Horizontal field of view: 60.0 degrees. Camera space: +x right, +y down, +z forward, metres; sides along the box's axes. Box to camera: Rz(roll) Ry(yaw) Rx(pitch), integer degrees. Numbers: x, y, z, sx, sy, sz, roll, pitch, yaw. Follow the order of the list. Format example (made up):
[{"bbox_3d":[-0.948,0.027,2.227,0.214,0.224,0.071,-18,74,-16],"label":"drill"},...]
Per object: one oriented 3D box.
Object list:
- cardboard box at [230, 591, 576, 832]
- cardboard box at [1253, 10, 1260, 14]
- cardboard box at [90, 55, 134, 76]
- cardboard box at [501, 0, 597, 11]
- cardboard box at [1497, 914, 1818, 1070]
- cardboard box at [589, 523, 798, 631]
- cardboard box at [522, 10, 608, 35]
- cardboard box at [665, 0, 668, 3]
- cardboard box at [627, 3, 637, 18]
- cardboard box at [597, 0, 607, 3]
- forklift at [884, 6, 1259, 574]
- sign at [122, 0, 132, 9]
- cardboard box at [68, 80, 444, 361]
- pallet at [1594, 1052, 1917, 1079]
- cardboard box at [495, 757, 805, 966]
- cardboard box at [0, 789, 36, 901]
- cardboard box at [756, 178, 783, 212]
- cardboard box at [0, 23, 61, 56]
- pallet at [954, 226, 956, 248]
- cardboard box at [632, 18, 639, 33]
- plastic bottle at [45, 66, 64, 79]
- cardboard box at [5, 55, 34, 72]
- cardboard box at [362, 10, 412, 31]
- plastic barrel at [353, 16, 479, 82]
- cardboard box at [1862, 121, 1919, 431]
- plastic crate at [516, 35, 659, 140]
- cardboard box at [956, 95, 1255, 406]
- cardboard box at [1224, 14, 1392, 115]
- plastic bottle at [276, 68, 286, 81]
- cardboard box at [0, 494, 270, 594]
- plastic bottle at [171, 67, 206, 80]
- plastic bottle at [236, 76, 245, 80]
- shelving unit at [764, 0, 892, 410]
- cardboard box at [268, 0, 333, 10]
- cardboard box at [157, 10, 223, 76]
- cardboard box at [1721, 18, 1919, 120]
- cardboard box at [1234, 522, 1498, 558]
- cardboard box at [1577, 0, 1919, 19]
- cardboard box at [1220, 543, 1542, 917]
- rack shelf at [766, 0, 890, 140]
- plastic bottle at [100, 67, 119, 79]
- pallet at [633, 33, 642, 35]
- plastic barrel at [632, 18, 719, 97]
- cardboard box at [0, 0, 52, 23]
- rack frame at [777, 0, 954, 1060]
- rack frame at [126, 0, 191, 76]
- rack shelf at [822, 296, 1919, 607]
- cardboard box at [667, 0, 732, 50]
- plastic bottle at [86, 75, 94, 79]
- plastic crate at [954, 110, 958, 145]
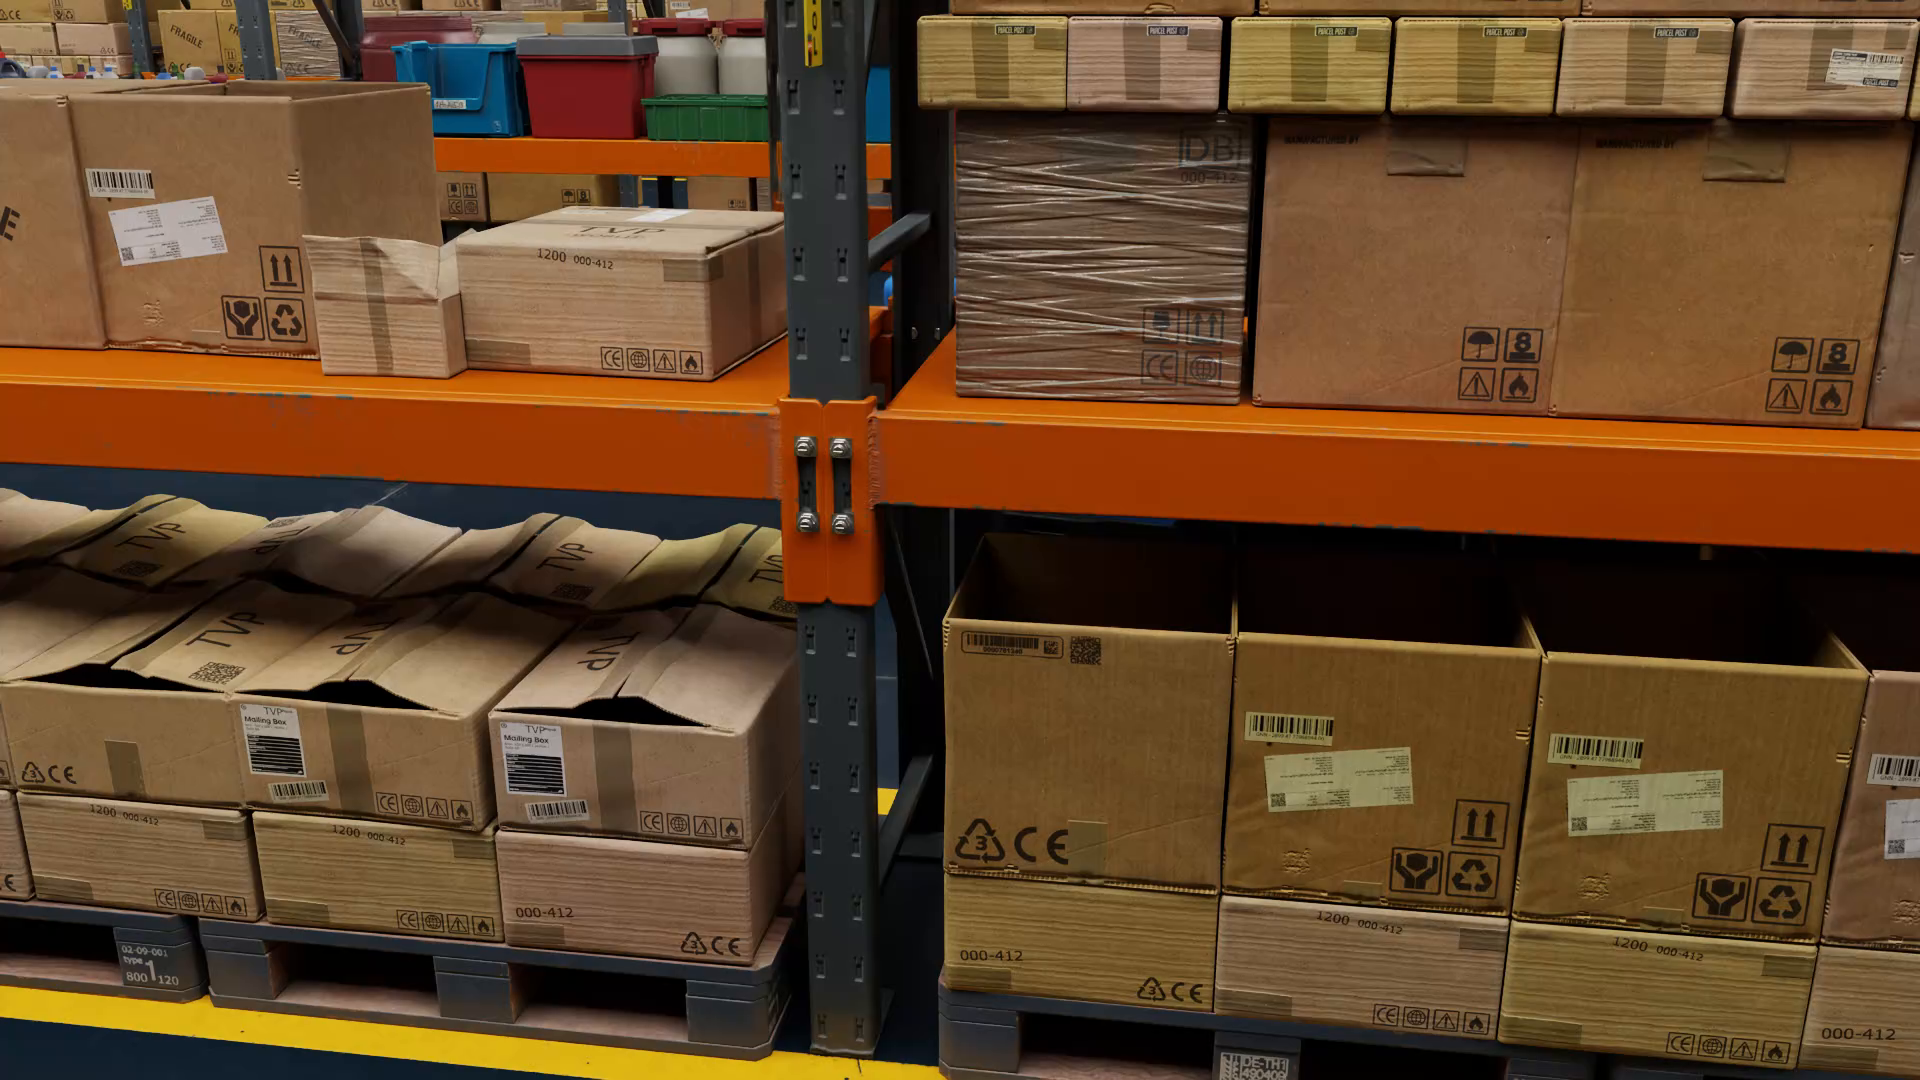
[{"bbox_3d":[-1.113,0.321,3.404,0.500,0.311,0.500,3,19,10],"label":"cardboard box"},{"bbox_3d":[0.652,-0.946,3.223,0.250,0.149,0.380,2,19,7],"label":"cardboard box"},{"bbox_3d":[-6.830,-3.862,13.515,0.250,0.149,0.380,3,19,9],"label":"cardboard box"},{"bbox_3d":[-3.247,-4.433,13.085,0.637,0.503,0.797,4,19,11],"label":"cardboard box"},{"bbox_3d":[1.242,0.714,3.114,0.500,0.250,0.500,3,19,9],"label":"cardboard box"},{"bbox_3d":[-0.522,0.177,3.834,0.500,0.311,0.500,3,19,9],"label":"cardboard box"},{"bbox_3d":[-3.054,-3.862,12.961,0.500,0.500,0.500,4,19,10],"label":"cardboard box"},{"bbox_3d":[-2.968,-5.698,17.403,0.250,0.149,0.380,3,19,10],"label":"cardboard box"},{"bbox_3d":[-3.475,-5.584,17.529,0.250,0.149,0.380,3,19,10],"label":"cardboard box"},{"bbox_3d":[-3.731,-5.739,17.523,0.250,0.149,0.380,3,19,10],"label":"cardboard box"},{"bbox_3d":[1.300,-1.245,5.404,3.031,2.935,1.130,7,20,19],"label":"forklift"},{"bbox_3d":[-6.564,-4.343,13.066,0.005,0.325,0.100,3,19,9],"label":"sign"},{"bbox_3d":[-1.429,-0.681,3.452,0.500,0.500,0.500,4,19,13],"label":"cardboard box"},{"bbox_3d":[1.833,0.873,3.360,1.213,0.211,1.003,3,19,9],"label":"pallet"},{"bbox_3d":[-0.609,0.612,3.419,0.500,0.250,0.500,3,19,8],"label":"cardboard box"},{"bbox_3d":[-2.115,0.534,3.651,0.500,0.250,0.500,3,19,10],"label":"cardboard box"},{"bbox_3d":[-1.313,-2.839,13.308,0.500,0.500,0.700,1,19,4],"label":"cardboard box"},{"bbox_3d":[-7.466,-4.104,13.609,0.500,0.250,0.500,3,19,10],"label":"cardboard box"},{"bbox_3d":[-0.555,-2.443,13.272,1.213,0.211,1.003,3,19,9],"label":"pallet"},{"bbox_3d":[-3.467,-5.443,17.578,0.250,0.149,0.380,3,19,10],"label":"cardboard box"},{"bbox_3d":[-4.940,-2.450,9.102,0.097,0.271,0.097,0,18,0],"label":"plastic bottle"},{"bbox_3d":[-7.592,-3.901,13.631,0.250,0.149,0.380,3,19,10],"label":"cardboard box"},{"bbox_3d":[-4.561,-3.940,13.194,0.500,0.500,0.500,3,19,10],"label":"cardboard box"},{"bbox_3d":[-2.807,-2.452,8.689,0.708,0.536,0.600,3,19,9],"label":"plastic barrel"},{"bbox_3d":[1.808,-0.514,2.953,0.500,0.500,0.700,3,19,10],"label":"cardboard box"},{"bbox_3d":[-1.766,-2.169,7.957,0.583,0.464,0.402,3,19,9],"label":"plastic crate"},{"bbox_3d":[0.286,-0.590,3.181,0.500,0.500,0.700,2,19,7],"label":"cardboard box"},{"bbox_3d":[0.584,-0.819,2.843,0.250,0.149,0.380,2,19,7],"label":"cardboard box"},{"bbox_3d":[-3.689,-2.380,8.884,0.135,0.276,0.152,3,19,9],"label":"plastic bottle"},{"bbox_3d":[-2.040,0.100,4.064,0.500,0.311,0.500,3,19,10],"label":"cardboard box"},{"bbox_3d":[-4.146,-2.403,8.954,0.135,0.276,0.152,3,19,9],"label":"plastic bottle"},{"bbox_3d":[-3.713,-2.332,8.742,0.135,0.276,0.152,3,19,9],"label":"plastic bottle"},{"bbox_3d":[-0.371,-1.039,6.100,0.503,2.100,0.431,7,20,19],"label":"shelving unit"},{"bbox_3d":[-5.169,-4.524,13.359,0.637,0.503,0.797,3,19,9],"label":"cardboard box"},{"bbox_3d":[-6.062,-4.015,13.417,0.500,0.500,0.500,3,19,9],"label":"cardboard box"},{"bbox_3d":[1.354,-0.780,2.727,0.250,0.149,0.380,2,19,7],"label":"cardboard box"},{"bbox_3d":[0.831,0.170,3.557,0.500,0.500,0.500,3,19,9],"label":"cardboard box"},{"bbox_3d":[1.279,-1.155,2.825,0.500,0.500,0.700,3,19,9],"label":"cardboard box"},{"bbox_3d":[0.750,0.330,3.078,0.500,0.500,0.500,3,19,9],"label":"cardboard box"},{"bbox_3d":[-0.371,-1.690,5.882,0.480,0.518,0.431,7,20,19],"label":"rack shelf"},{"bbox_3d":[-4.616,-2.434,9.053,0.097,0.271,0.097,0,18,0],"label":"plastic bottle"},{"bbox_3d":[-3.602,-5.412,18.053,1.213,0.211,1.003,3,19,9],"label":"pallet"},{"bbox_3d":[-1.425,-2.354,8.398,0.433,0.535,0.433,0,18,0],"label":"plastic barrel"},{"bbox_3d":[-7.467,-4.460,13.492,0.500,0.500,0.500,3,19,9],"label":"cardboard box"},{"bbox_3d":[-0.153,-0.563,3.258,0.127,3.000,1.000,3,19,9],"label":"rack frame"},{"bbox_3d":[-6.477,-4.069,13.736,0.127,3.000,1.000,3,19,9],"label":"rack frame"},{"bbox_3d":[1.821,-0.121,3.071,4.000,0.370,1.077,3,19,9],"label":"rack shelf"},{"bbox_3d":[-1.988,-4.099,13.008,0.500,0.500,0.500,1,19,2],"label":"cardboard box"},{"bbox_3d":[-4.311,-2.174,8.277,0.097,0.271,0.097,0,18,0],"label":"plastic bottle"},{"bbox_3d":[0.109,-2.073,7.672,0.583,0.464,0.402,3,19,9],"label":"plastic crate"}]
